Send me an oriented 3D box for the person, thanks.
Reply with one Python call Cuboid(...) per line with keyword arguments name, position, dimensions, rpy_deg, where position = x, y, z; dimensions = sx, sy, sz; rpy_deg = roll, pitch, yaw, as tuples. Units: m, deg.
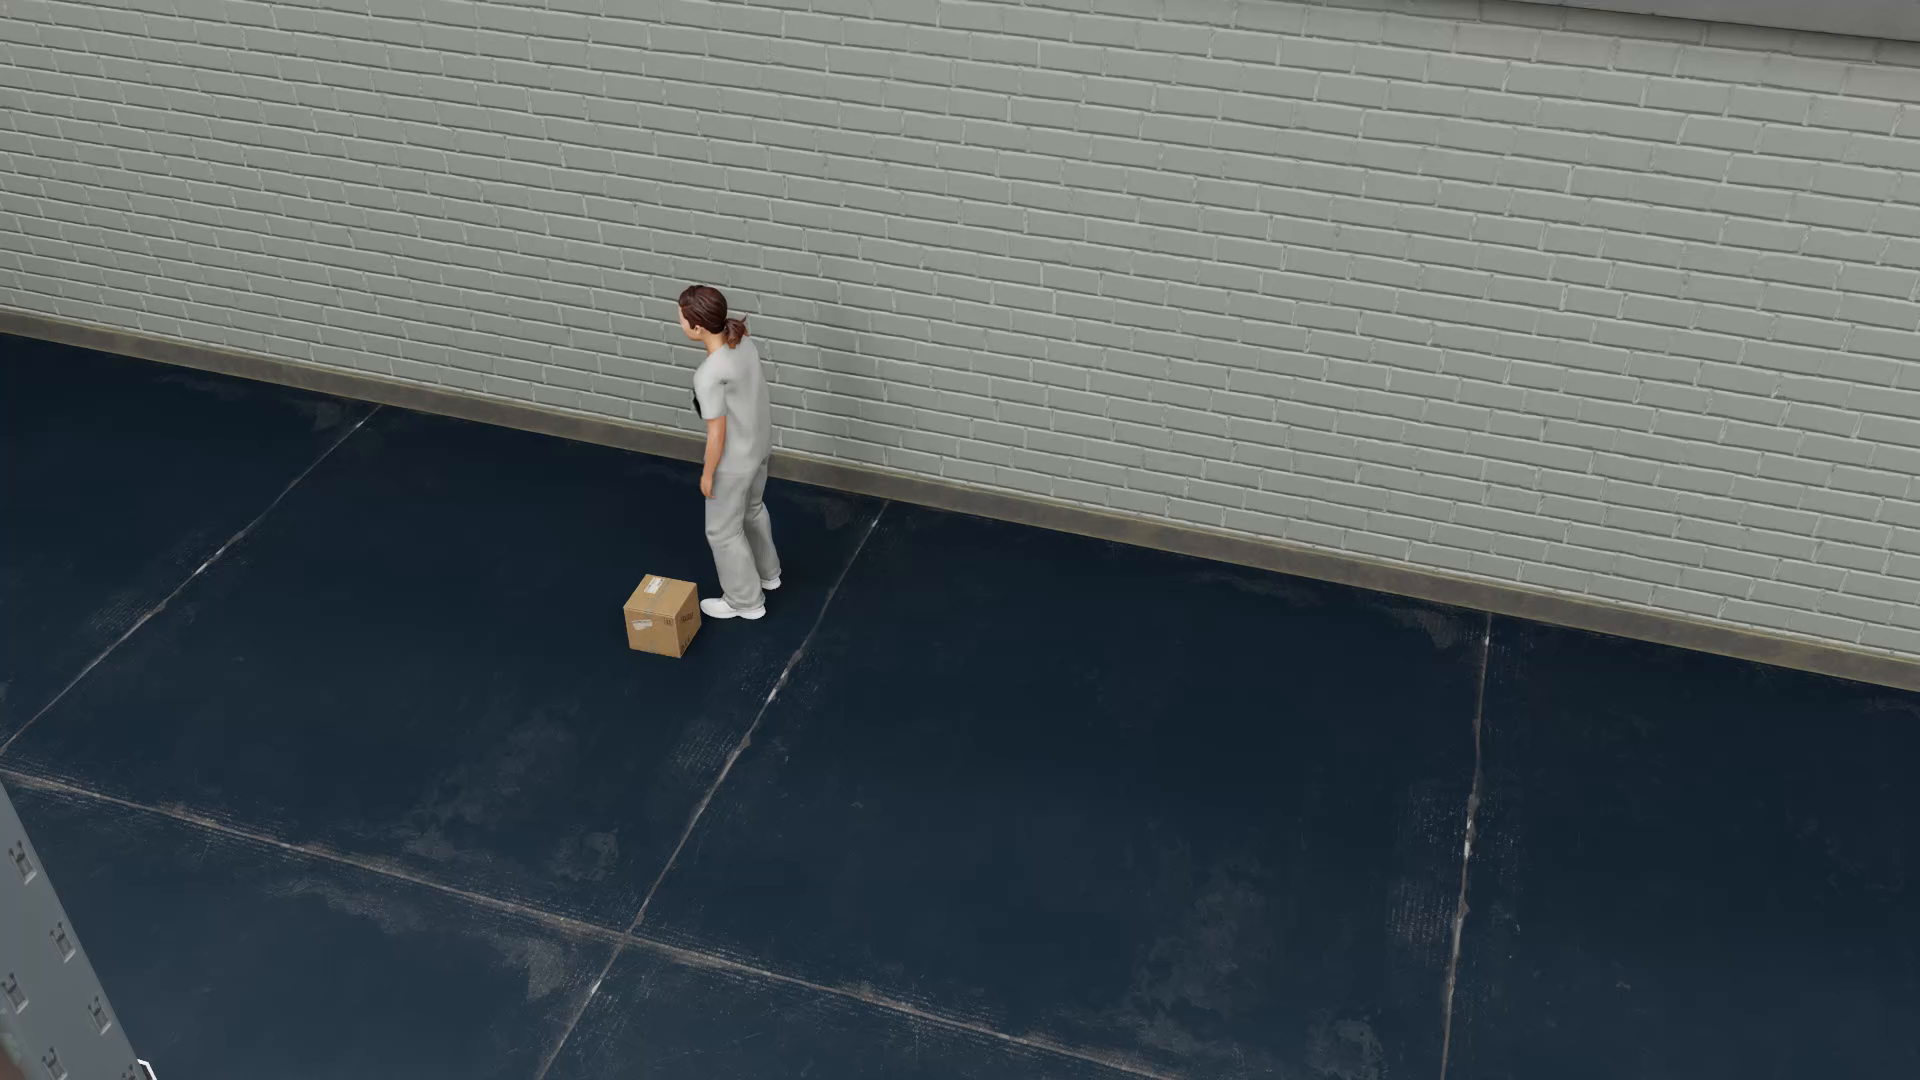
Cuboid(name="person", position=(-1.020, -0.382, 7.395), dimensions=(0.360, 1.672, 0.484), rpy_deg=(11, 38, 14))
